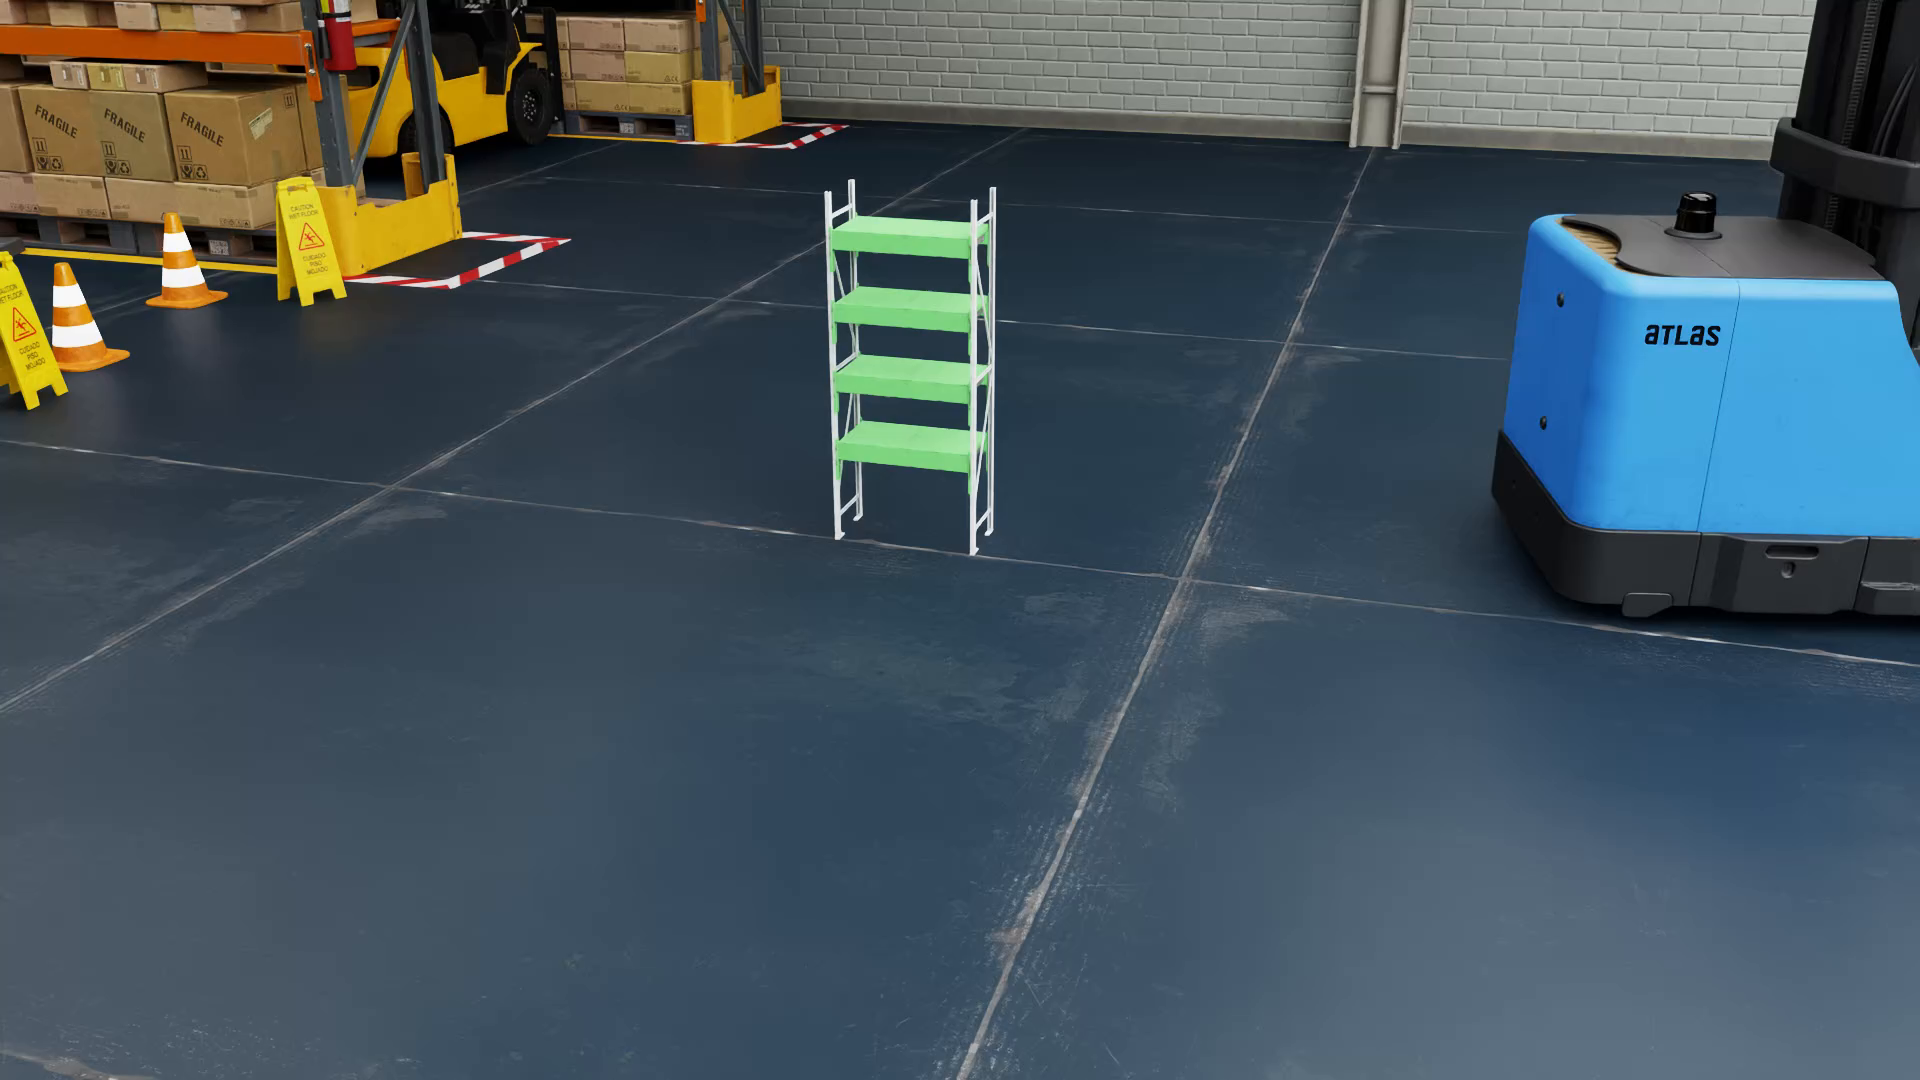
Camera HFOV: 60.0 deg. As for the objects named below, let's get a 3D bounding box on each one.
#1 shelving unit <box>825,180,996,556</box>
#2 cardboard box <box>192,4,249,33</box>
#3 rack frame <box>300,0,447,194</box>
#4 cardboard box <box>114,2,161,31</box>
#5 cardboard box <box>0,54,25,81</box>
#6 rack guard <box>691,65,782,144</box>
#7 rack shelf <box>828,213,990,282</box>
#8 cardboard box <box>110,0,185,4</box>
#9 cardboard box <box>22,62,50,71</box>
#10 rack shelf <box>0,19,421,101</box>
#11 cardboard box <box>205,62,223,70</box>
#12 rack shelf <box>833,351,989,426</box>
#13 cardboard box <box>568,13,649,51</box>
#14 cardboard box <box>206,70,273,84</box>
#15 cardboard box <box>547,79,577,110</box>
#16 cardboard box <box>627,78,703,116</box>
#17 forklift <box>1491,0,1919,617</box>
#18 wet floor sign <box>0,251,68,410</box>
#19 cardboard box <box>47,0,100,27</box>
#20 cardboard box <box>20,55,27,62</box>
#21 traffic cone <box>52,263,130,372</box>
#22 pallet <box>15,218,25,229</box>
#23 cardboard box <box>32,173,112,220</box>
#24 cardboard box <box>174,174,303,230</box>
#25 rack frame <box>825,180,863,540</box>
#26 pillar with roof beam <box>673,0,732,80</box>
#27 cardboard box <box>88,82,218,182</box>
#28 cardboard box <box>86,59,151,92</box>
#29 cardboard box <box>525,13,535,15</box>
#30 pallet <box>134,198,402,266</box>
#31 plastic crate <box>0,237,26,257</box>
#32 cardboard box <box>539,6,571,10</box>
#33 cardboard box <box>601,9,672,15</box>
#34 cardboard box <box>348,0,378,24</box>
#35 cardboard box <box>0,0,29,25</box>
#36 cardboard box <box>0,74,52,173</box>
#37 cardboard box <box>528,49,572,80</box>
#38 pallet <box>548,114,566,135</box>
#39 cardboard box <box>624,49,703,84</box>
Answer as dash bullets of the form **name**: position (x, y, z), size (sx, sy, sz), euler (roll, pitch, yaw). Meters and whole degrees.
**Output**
- **shelving unit**: position (-0.158, -0.573, 5.587), size (0.503, 1.200, 0.258), euler (7, 23, 16)
- **cardboard box**: position (-4.044, -2.928, 9.286), size (0.250, 0.149, 0.380), euler (6, 23, 15)
- **rack frame**: position (-3.350, -3.093, 9.358), size (0.127, 3.000, 1.000), euler (7, 23, 16)
- **cardboard box**: position (-4.539, -2.981, 9.415), size (0.250, 0.149, 0.380), euler (7, 23, 16)
- **cardboard box**: position (-5.839, -2.818, 9.915), size (0.250, 0.149, 0.380), euler (8, 24, 19)
- **rack guard**: position (-1.897, -3.738, 14.224), size (0.348, 0.500, 1.175), euler (7, 23, 16)
- **rack shelf**: position (-0.158, -0.958, 5.429), size (0.480, 0.148, 0.258), euler (7, 23, 16)
- **cardboard box**: position (-4.427, -3.293, 9.322), size (0.500, 0.500, 0.500), euler (7, 23, 16)
- **cardboard box**: position (-6.048, -2.778, 10.672), size (0.500, 0.500, 0.500), euler (7, 23, 16)
- **rack shelf**: position (-5.265, -2.980, 10.029), size (4.000, 0.370, 1.077), euler (7, 23, 16)
- **cardboard box**: position (-6.993, -4.572, 15.539), size (0.625, 0.625, 0.875), euler (6, 23, 15)
- **rack shelf**: position (-0.158, -0.514, 5.611), size (0.480, 0.148, 0.258), euler (7, 23, 16)
- **cardboard box**: position (-2.941, -4.273, 13.986), size (0.500, 0.250, 0.500), euler (7, 23, 16)
- **cardboard box**: position (-4.567, -2.609, 10.260), size (0.500, 0.500, 0.500), euler (6, 23, 14)
- **cardboard box**: position (-3.411, -3.872, 14.327), size (0.500, 0.250, 0.500), euler (7, 23, 16)
- **cardboard box**: position (-2.461, -3.756, 14.044), size (0.500, 0.250, 0.500), euler (7, 23, 16)
- **forklift**: position (3.395, -1.257, 4.973), size (3.031, 2.935, 1.130), euler (1, 22, 3)
- **wet floor sign**: position (-4.083, -0.911, 7.140), size (0.232, 0.644, 0.267), euler (3, 22, 6)
- **cardboard box**: position (-5.015, -3.055, 9.596), size (0.250, 0.149, 0.380), euler (6, 23, 15)
- **cardboard box**: position (-8.986, -4.796, 16.086), size (0.625, 0.625, 0.875), euler (7, 23, 17)
- **traffic cone**: position (-4.129, -1.057, 7.738), size (0.334, 0.463, 0.336), euler (7, 23, 16)
- **pallet**: position (-6.526, -2.181, 10.808), size (1.213, 0.211, 1.003), euler (7, 23, 16)
- **cardboard box**: position (-5.198, -2.121, 10.058), size (0.500, 0.250, 0.500), euler (6, 23, 14)
- **cardboard box**: position (-4.225, -2.009, 9.784), size (0.500, 0.250, 0.500), euler (6, 23, 15)
- **rack frame**: position (-0.392, -0.600, 5.652), size (0.015, 1.200, 0.240), euler (7, 23, 16)
- **pillar with roof beam**: position (-3.570, -6.512, 9.788), size (0.400, 9.000, 9.100), euler (7, 23, 16)
- **cardboard box**: position (-4.693, -2.411, 9.778), size (0.500, 0.500, 0.500), euler (7, 23, 17)
- **cardboard box**: position (-4.803, -2.700, 9.627), size (0.250, 0.149, 0.380), euler (7, 23, 16)
- **cardboard box**: position (-3.910, -4.383, 14.254), size (0.500, 0.250, 0.500), euler (6, 23, 14)
- **pallet**: position (-4.190, -1.913, 10.156), size (1.213, 0.211, 1.003), euler (7, 23, 16)
- **plastic crate**: position (-5.913, -1.711, 9.835), size (0.583, 0.080, 0.402), euler (-1, 22, -3)
- **cardboard box**: position (-3.769, -4.574, 14.721), size (0.500, 0.250, 0.500), euler (6, 23, 14)
- **cardboard box**: position (-2.805, -4.457, 14.435), size (0.500, 0.250, 0.500), euler (7, 23, 16)
- **cardboard box**: position (-3.615, -3.089, 9.680), size (0.250, 0.149, 0.380), euler (7, 23, 16)
- **cardboard box**: position (-5.499, -3.103, 9.714), size (0.250, 0.149, 0.380), euler (6, 23, 15)
- **cardboard box**: position (-5.681, -2.526, 10.057), size (0.500, 0.500, 0.500), euler (8, 24, 18)
- **cardboard box**: position (-3.453, -4.098, 14.219), size (0.500, 0.250, 0.500), euler (6, 23, 14)
- **pallet**: position (-3.828, -3.810, 14.780), size (1.213, 0.211, 1.003), euler (7, 23, 15)
- **cardboard box**: position (-2.476, -3.990, 13.956), size (0.500, 0.250, 0.500), euler (6, 23, 15)
